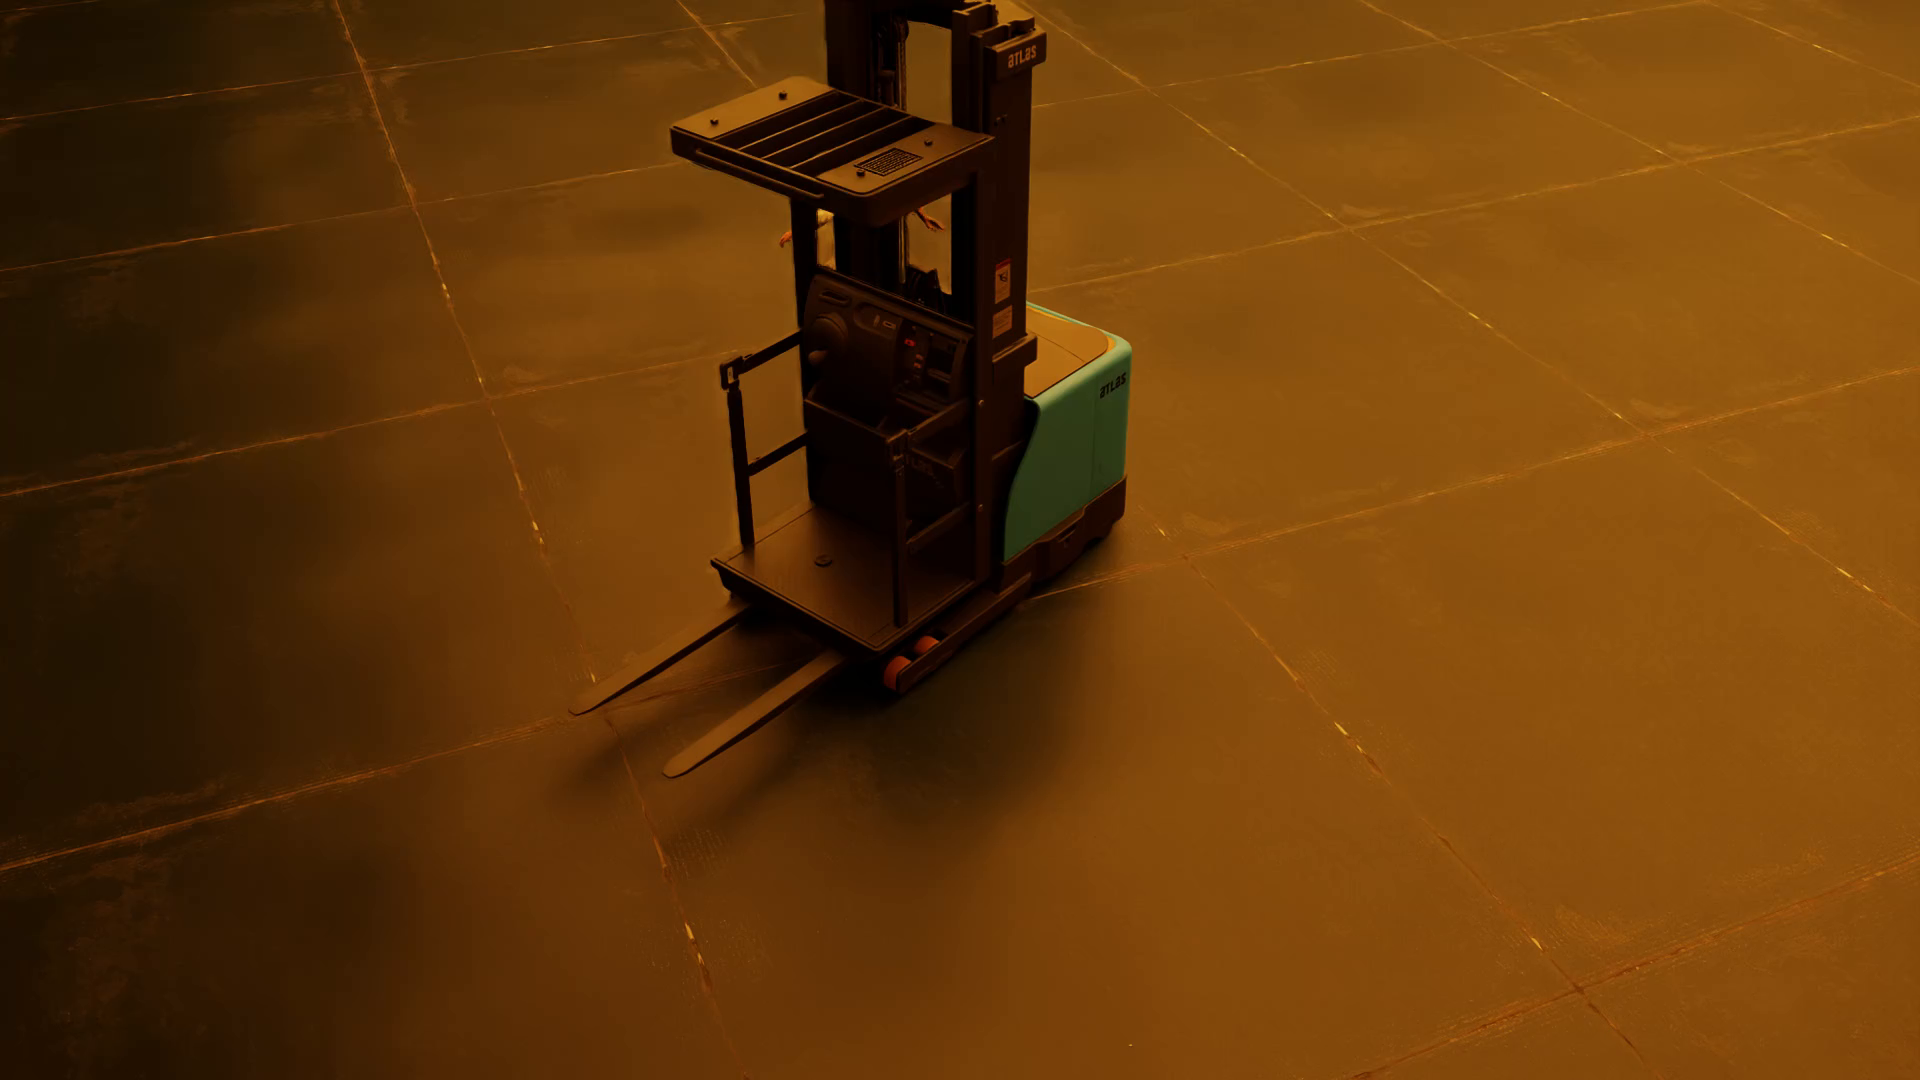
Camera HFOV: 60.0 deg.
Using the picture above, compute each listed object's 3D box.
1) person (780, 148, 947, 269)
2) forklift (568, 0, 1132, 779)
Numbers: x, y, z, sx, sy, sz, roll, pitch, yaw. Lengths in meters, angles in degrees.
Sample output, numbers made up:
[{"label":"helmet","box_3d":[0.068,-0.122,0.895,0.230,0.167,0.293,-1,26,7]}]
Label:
[{"label":"person","box_3d":[-0.557,-1.698,9.831,0.491,1.511,1.023,30,45,35]},{"label":"forklift","box_3d":[-0.472,-0.823,7.256,1.130,2.935,3.031,26,43,32]}]
